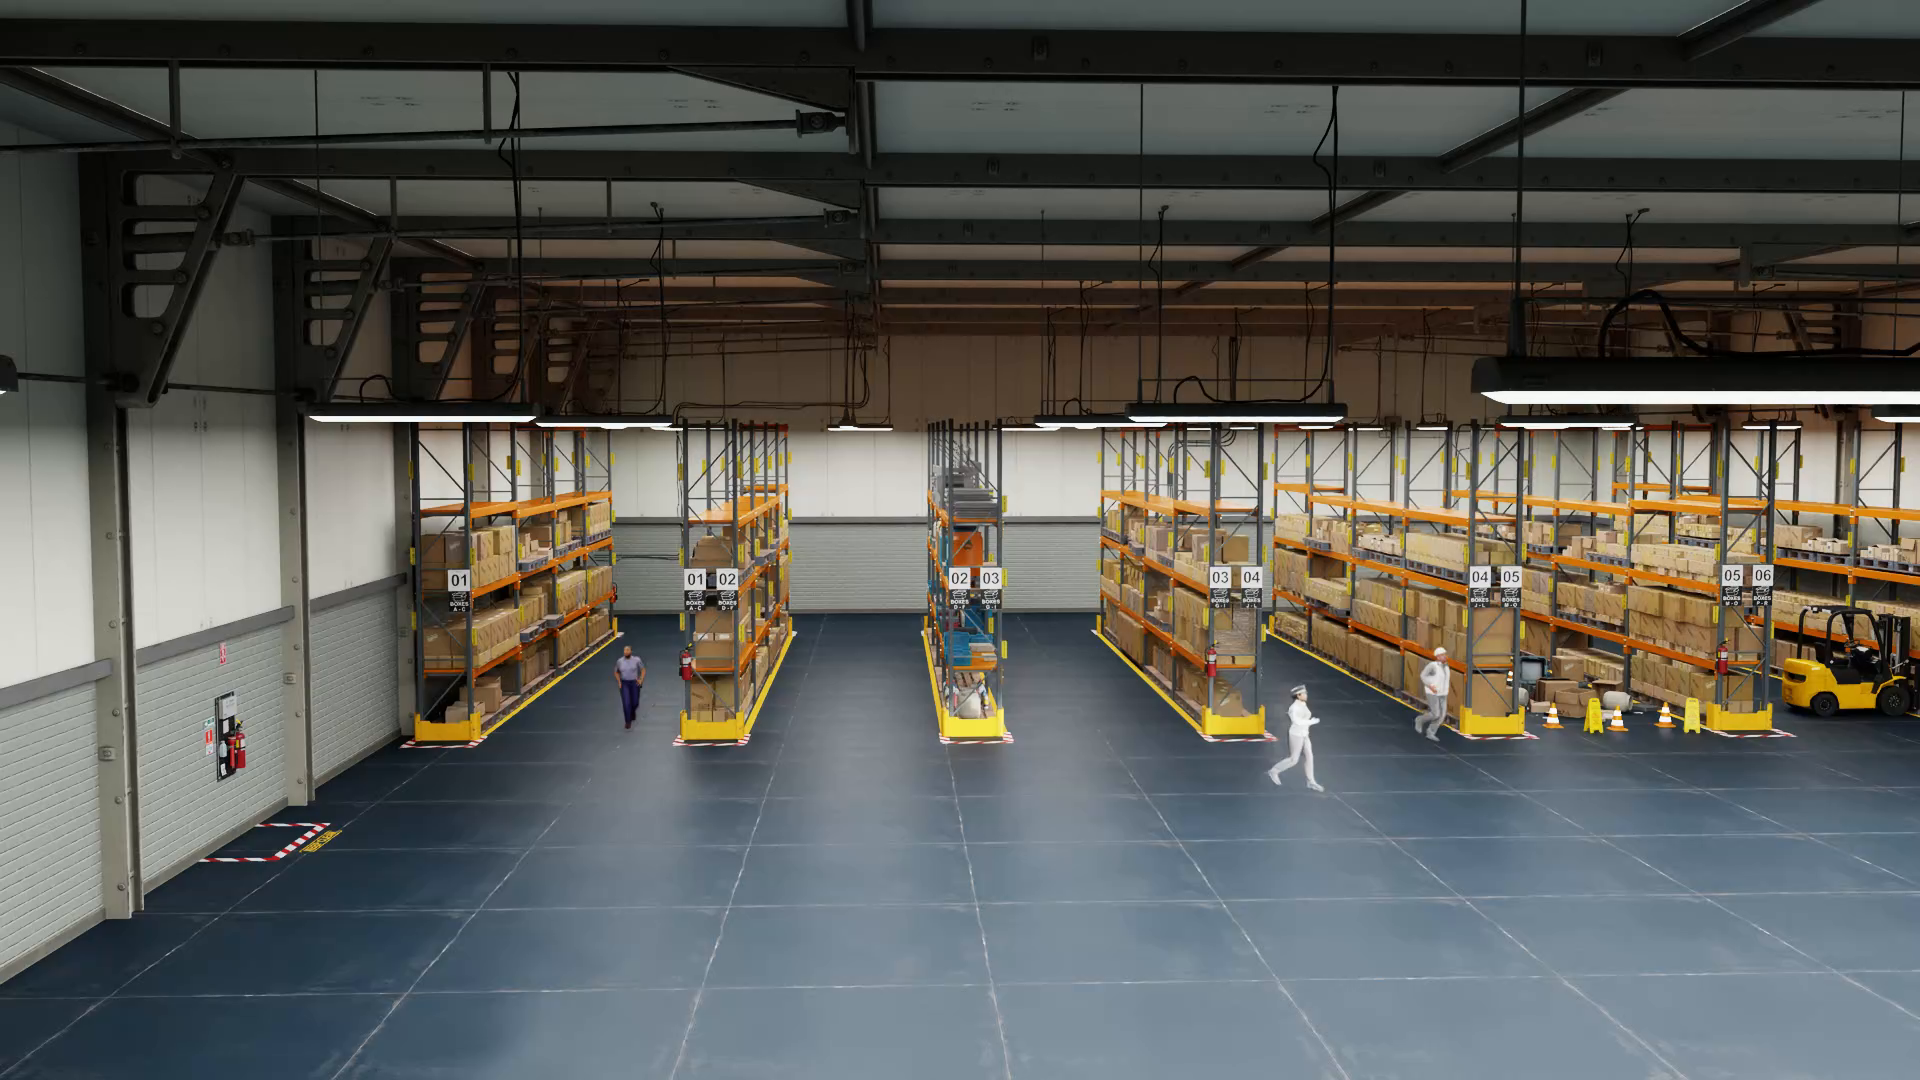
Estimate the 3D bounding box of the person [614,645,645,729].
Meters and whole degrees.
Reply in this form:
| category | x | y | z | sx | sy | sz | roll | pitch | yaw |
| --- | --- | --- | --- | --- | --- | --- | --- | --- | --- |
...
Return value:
| category | x | y | z | sx | sy | sz | roll | pitch | yaw |
| --- | --- | --- | --- | --- | --- | --- | --- | --- | --- |
| person | -6.452 | 2.858 | 32.461 | 0.603 | 1.605 | 0.541 | -1 | 4 | -8 |

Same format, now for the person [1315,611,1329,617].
| category | x | y | z | sx | sy | sz | roll | pitch | yaw |
| --- | --- | --- | --- | --- | --- | --- | --- | --- | --- |
| person | 10.735 | 1.799 | 49.035 | 0.598 | 1.556 | 0.553 | 0 | 4 | 1 |

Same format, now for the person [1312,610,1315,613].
| category | x | y | z | sx | sy | sz | roll | pitch | yaw |
| --- | --- | --- | --- | --- | --- | --- | --- | --- | --- |
| person | 10.365 | 1.746 | 48.994 | 0.781 | 1.729 | 0.612 | -3 | 5 | -36 |

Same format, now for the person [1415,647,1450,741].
| category | x | y | z | sx | sy | sz | roll | pitch | yaw |
| --- | --- | --- | --- | --- | --- | --- | --- | --- | --- |
| person | 8.931 | 2.876 | 31.245 | 0.666 | 1.731 | 0.562 | -2 | 4 | -28 |

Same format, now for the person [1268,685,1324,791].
| category | x | y | z | sx | sy | sz | roll | pitch | yaw |
| --- | --- | --- | --- | --- | --- | --- | --- | --- | --- |
| person | 5.400 | 3.147 | 26.648 | 0.899 | 1.687 | 0.631 | 2 | 4 | 25 |
